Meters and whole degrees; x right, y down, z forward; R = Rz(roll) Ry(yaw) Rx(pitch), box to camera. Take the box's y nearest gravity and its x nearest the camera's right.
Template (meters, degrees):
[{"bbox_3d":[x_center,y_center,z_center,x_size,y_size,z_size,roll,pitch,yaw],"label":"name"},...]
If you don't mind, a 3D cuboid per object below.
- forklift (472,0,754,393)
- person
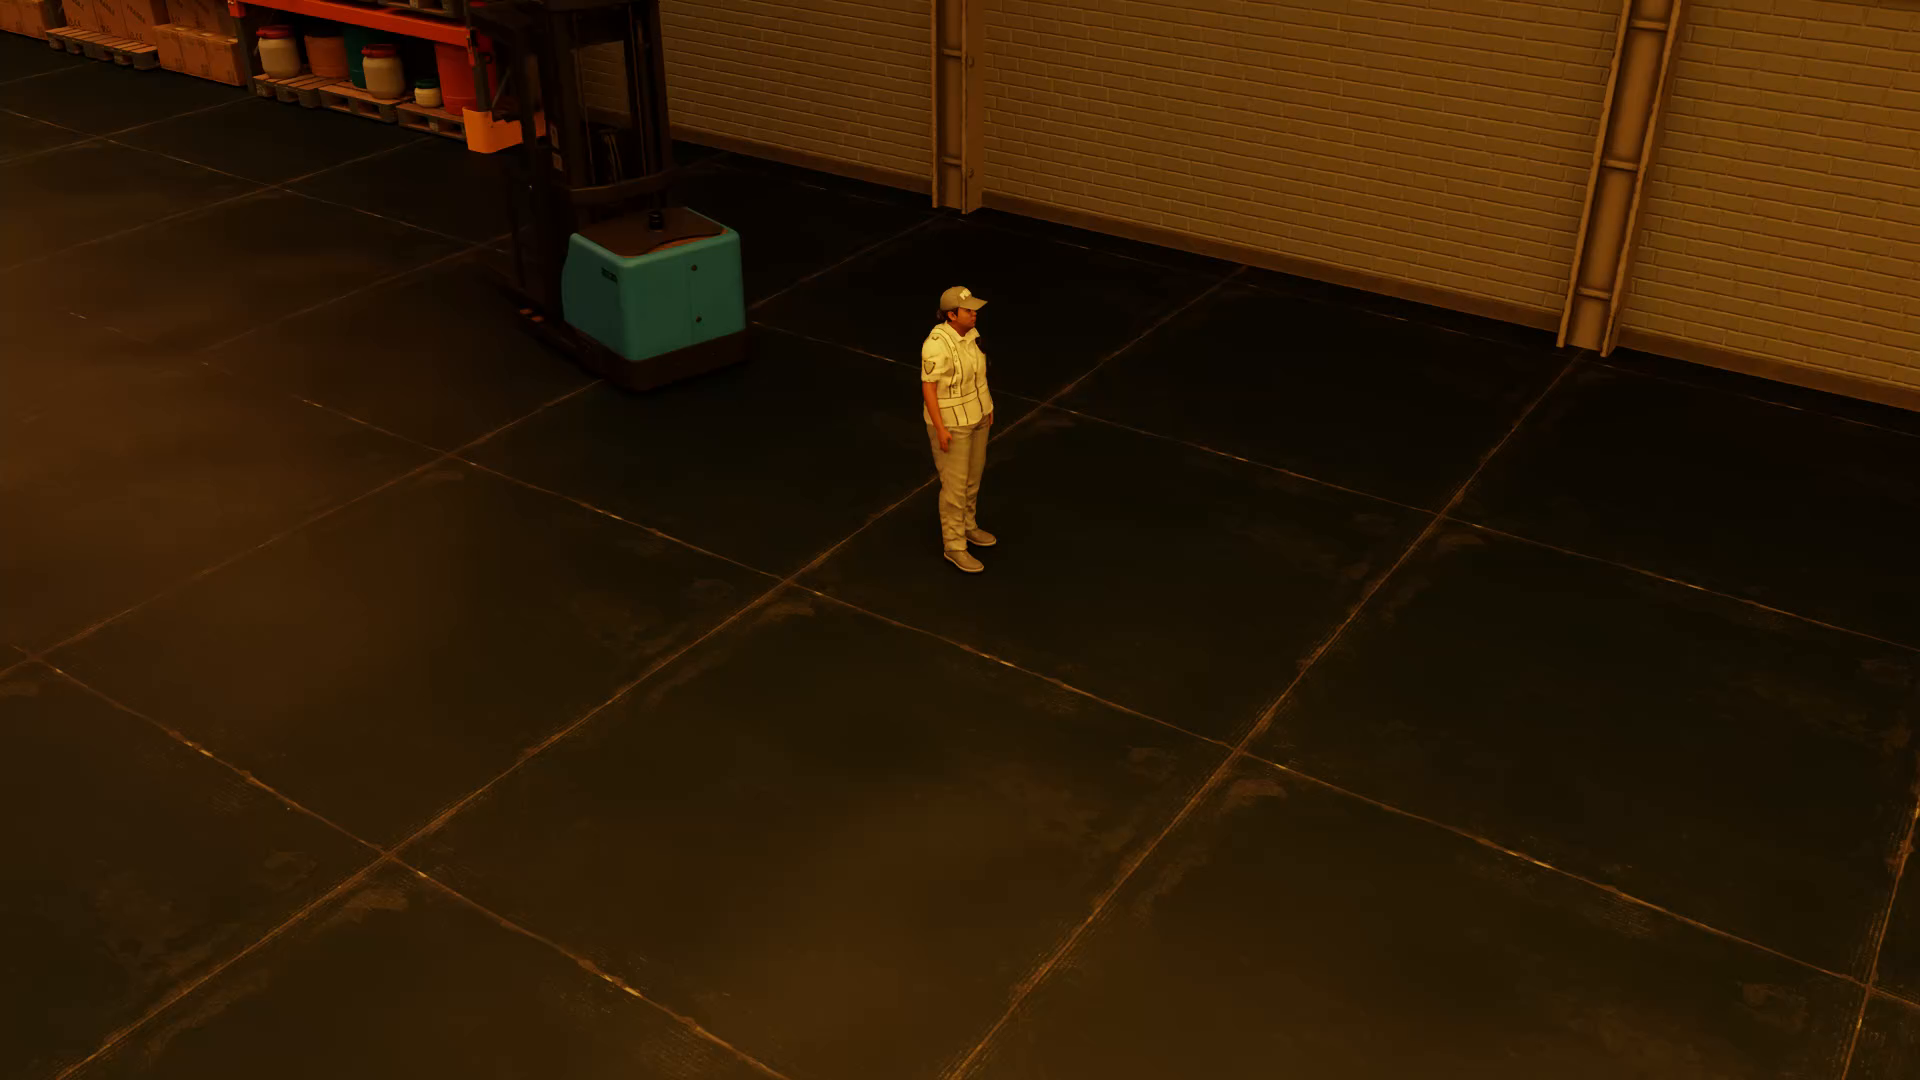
[{"bbox_3d":[-2.907,-3.013,12.771,1.130,2.935,3.031,-22,37,-33],"label":"forklift"},{"bbox_3d":[0.051,-0.697,10.024,0.529,1.670,0.598,19,35,29],"label":"person"}]
